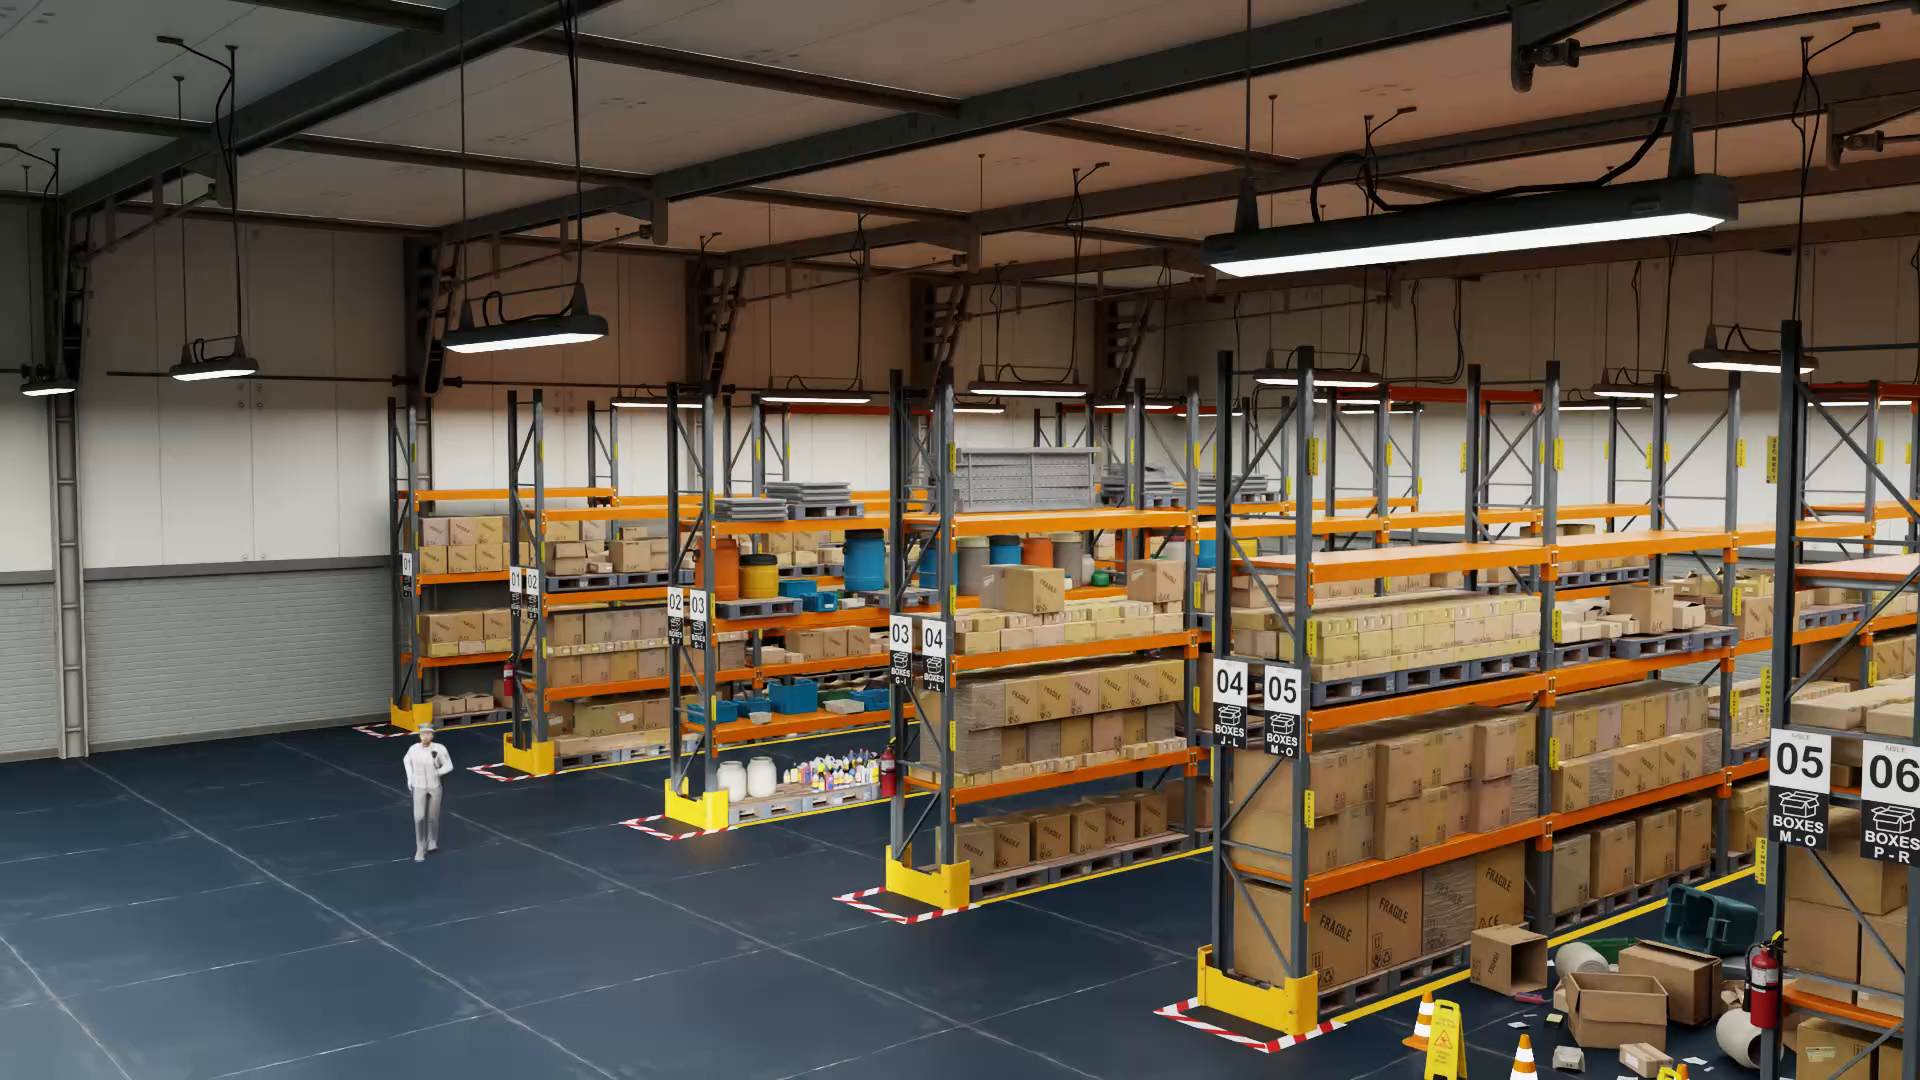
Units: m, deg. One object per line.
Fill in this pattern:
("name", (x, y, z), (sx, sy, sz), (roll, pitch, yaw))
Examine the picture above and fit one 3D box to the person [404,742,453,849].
("person", (-6.626, 3.155, 20.745), (0.598, 1.322, 0.618), (-1, 3, -15))
